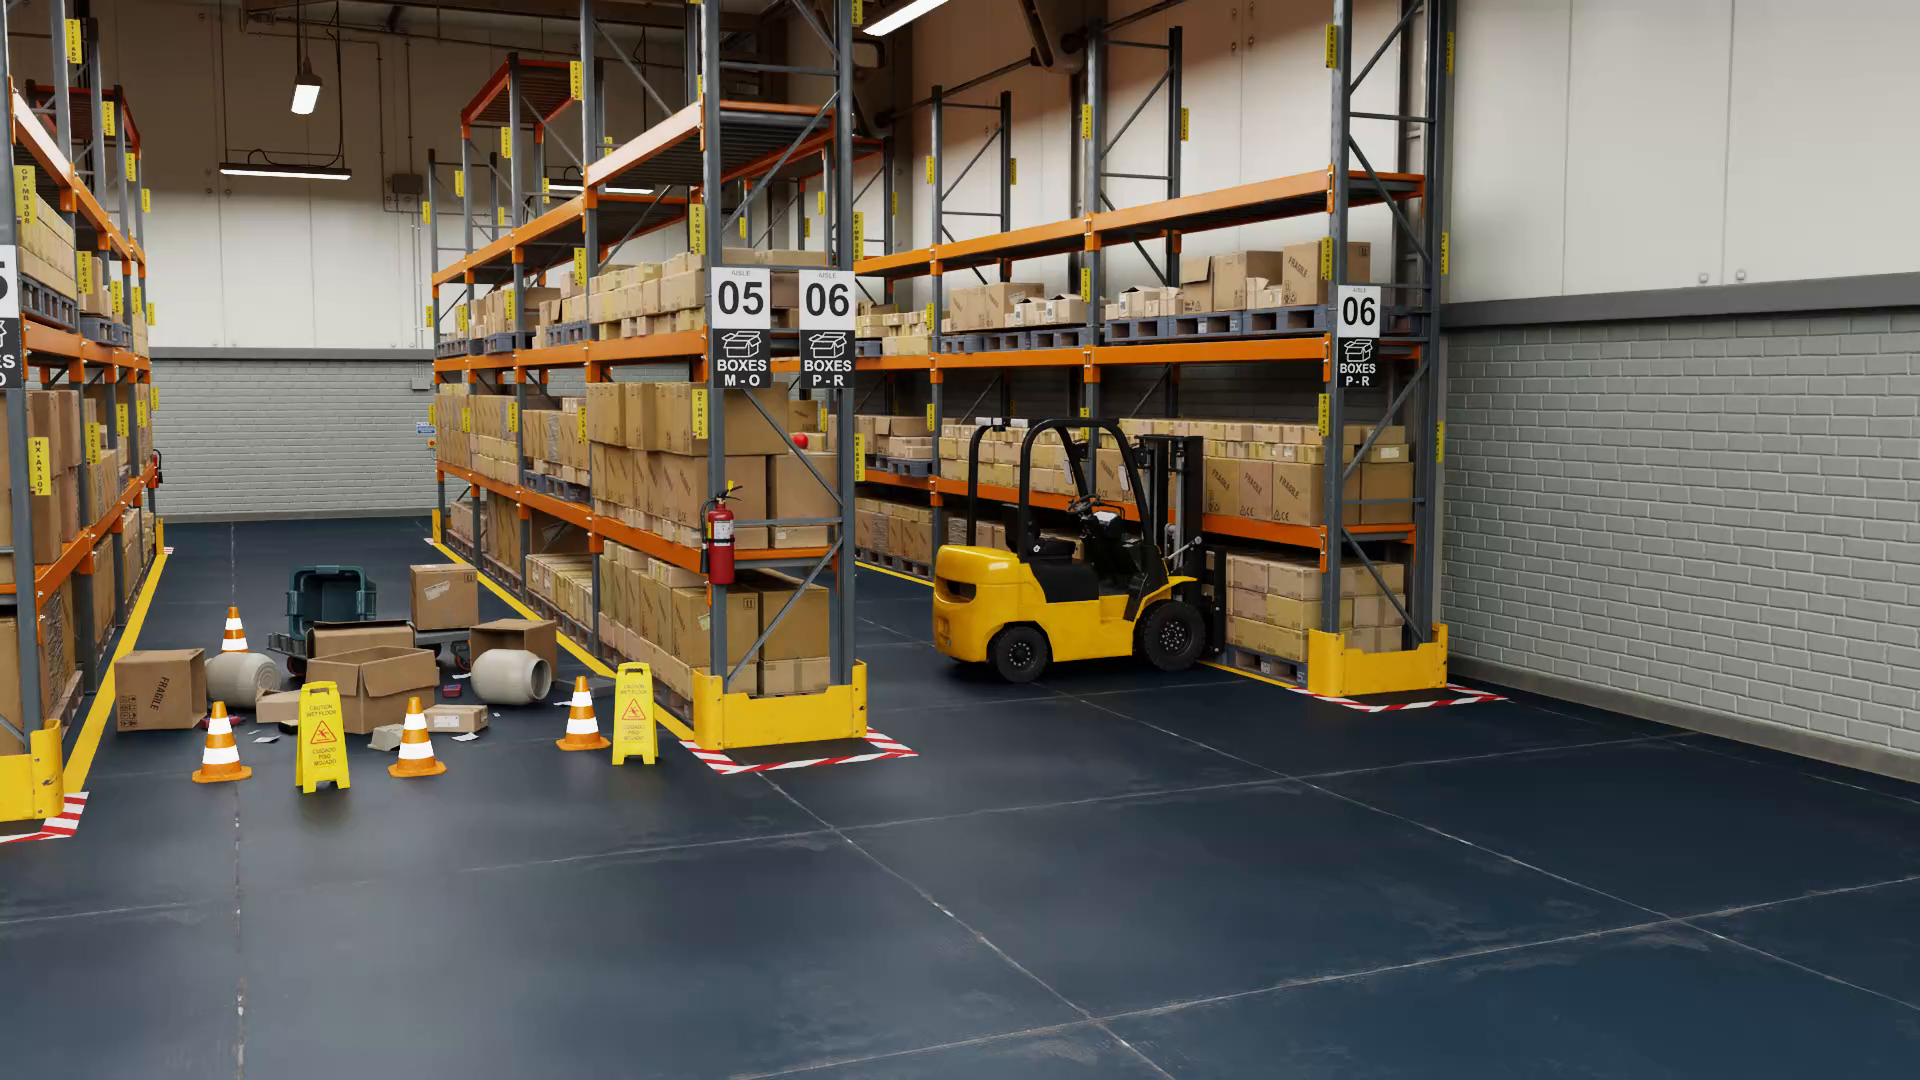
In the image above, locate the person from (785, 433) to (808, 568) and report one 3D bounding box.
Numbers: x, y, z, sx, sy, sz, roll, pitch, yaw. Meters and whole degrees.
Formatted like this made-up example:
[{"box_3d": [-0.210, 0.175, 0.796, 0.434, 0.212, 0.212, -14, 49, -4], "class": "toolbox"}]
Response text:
[{"box_3d": [-2.147, -0.524, 22.012, 0.544, 1.793, 0.476, -2, 6, -23], "class": "person"}]
